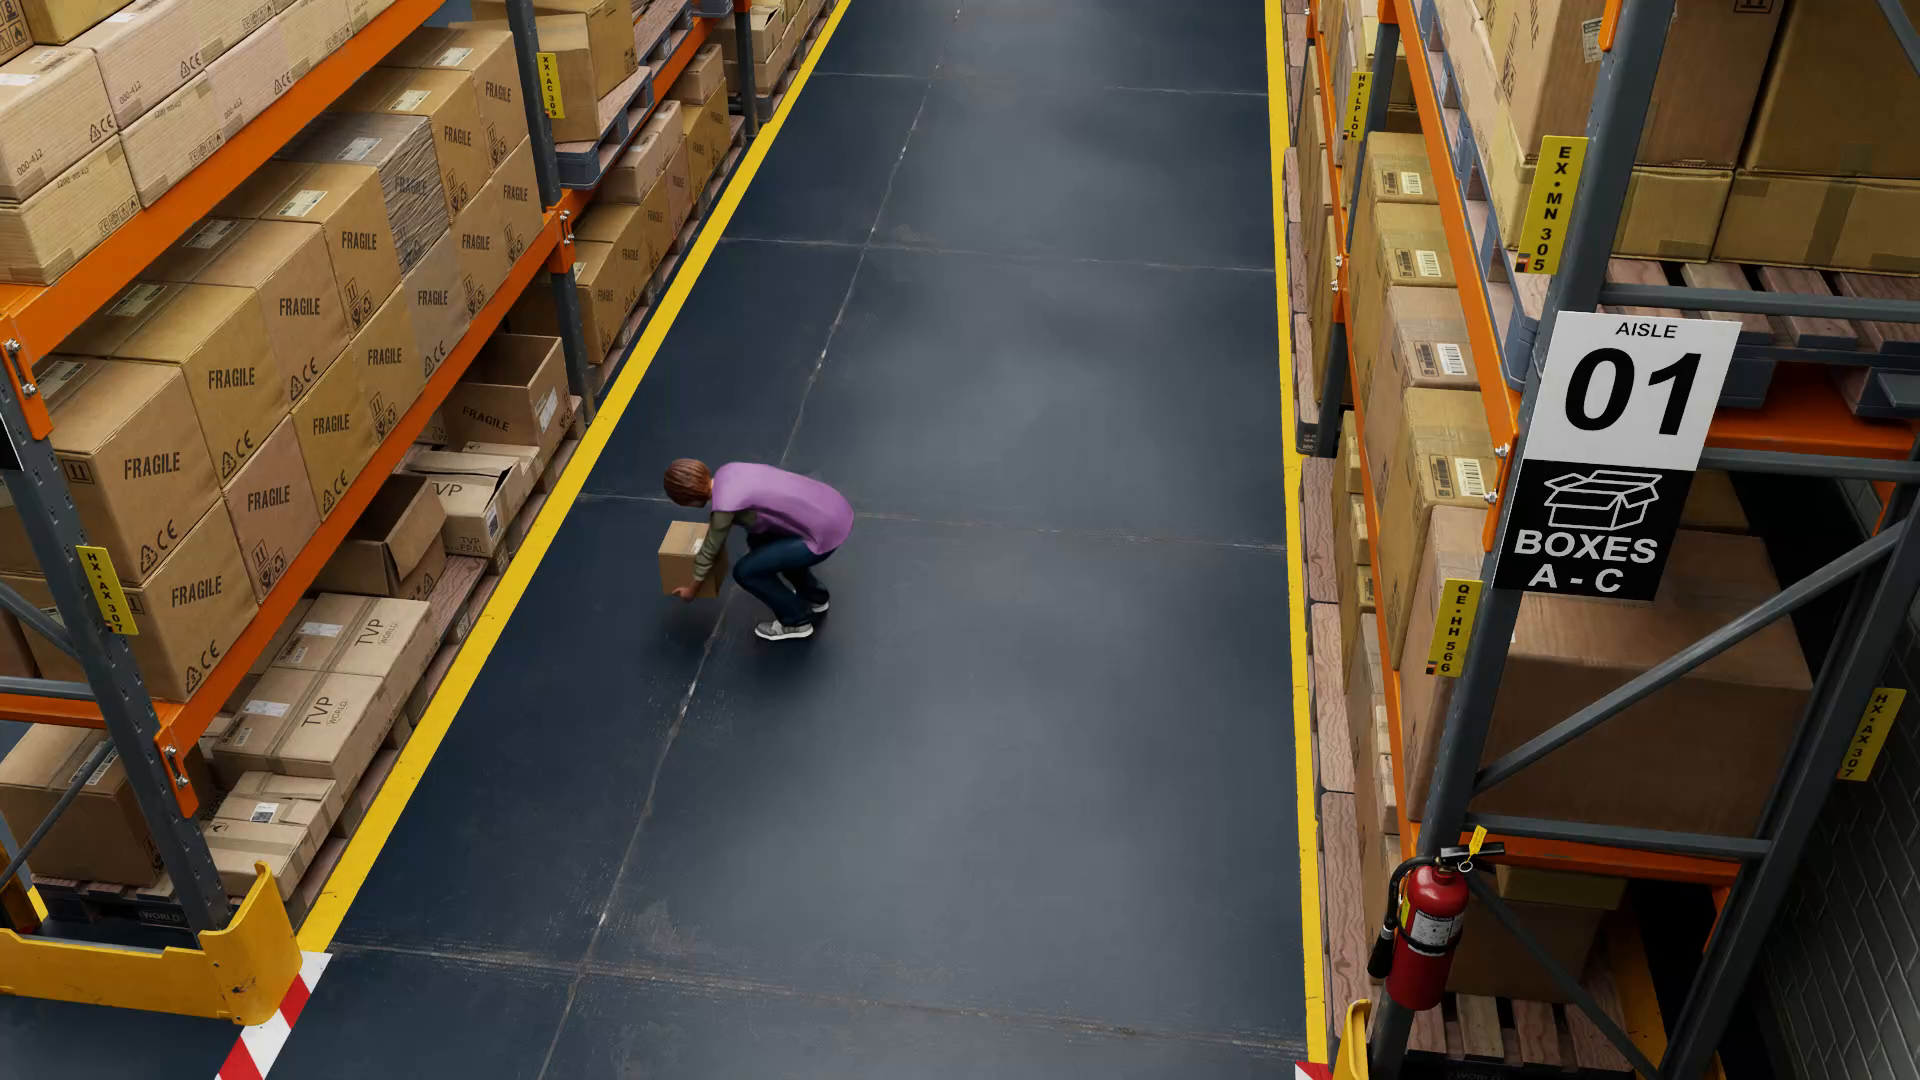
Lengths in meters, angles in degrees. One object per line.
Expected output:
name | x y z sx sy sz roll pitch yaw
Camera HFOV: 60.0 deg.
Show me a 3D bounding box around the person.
person | -0.900 0.021 7.609 0.840 0.895 0.422 3 37 4
